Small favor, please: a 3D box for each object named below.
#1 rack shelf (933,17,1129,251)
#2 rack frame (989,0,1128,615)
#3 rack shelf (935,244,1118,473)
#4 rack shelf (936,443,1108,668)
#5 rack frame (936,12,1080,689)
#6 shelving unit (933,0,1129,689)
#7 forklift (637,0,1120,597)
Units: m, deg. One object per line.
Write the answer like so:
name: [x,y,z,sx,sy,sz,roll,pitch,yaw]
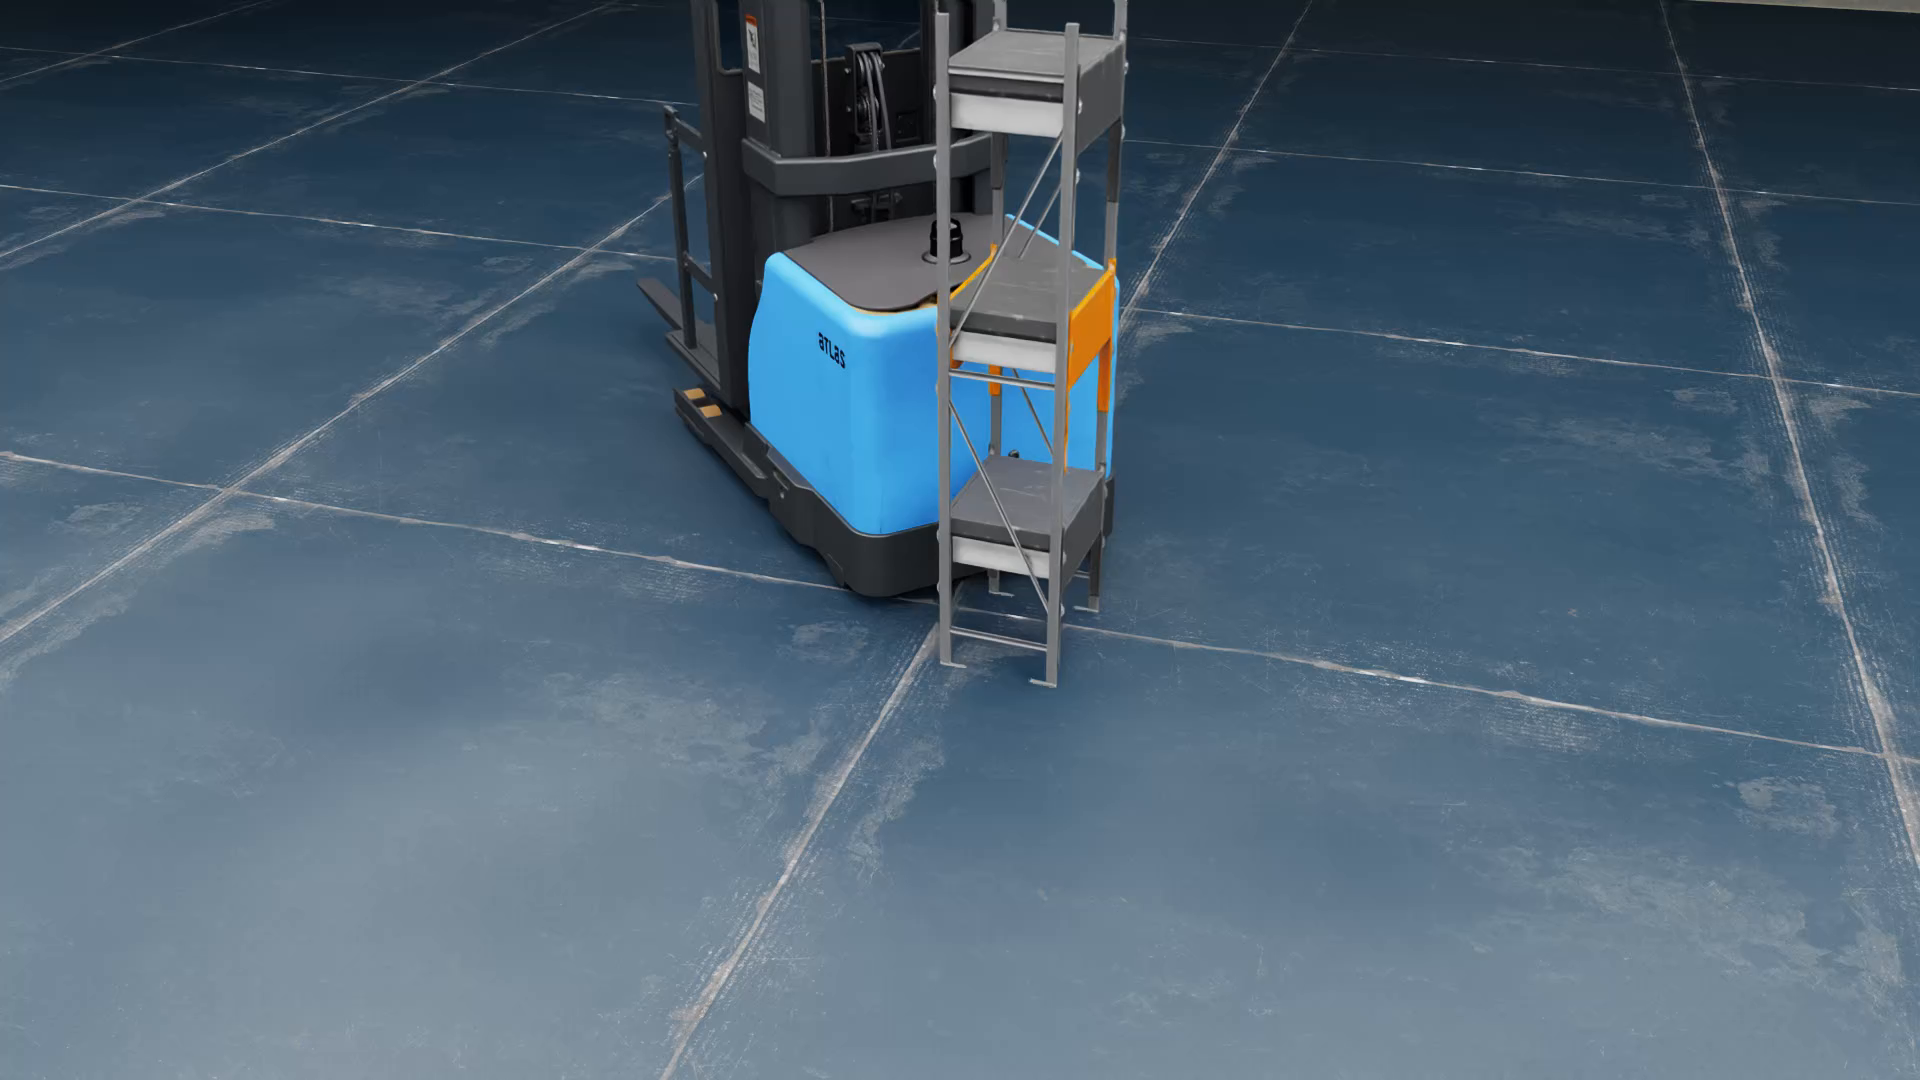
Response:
rack shelf: [0.209,-1.182,4.803,0.431,0.518,0.480,10,31,18]
rack frame: [0.293,-0.693,5.337,0.400,2.100,0.015,10,31,18]
rack shelf: [0.209,-0.570,5.143,0.431,0.518,0.480,10,31,18]
rack shelf: [0.209,0.041,5.484,0.431,0.518,0.480,10,31,18]
rack frame: [0.124,-0.471,4.937,0.400,2.100,0.015,10,31,18]
shelving unit: [0.209,-0.582,5.137,0.431,2.100,0.503,10,31,18]
forklift: [-0.565,-1.771,6.419,1.130,2.935,3.031,-14,32,-24]
